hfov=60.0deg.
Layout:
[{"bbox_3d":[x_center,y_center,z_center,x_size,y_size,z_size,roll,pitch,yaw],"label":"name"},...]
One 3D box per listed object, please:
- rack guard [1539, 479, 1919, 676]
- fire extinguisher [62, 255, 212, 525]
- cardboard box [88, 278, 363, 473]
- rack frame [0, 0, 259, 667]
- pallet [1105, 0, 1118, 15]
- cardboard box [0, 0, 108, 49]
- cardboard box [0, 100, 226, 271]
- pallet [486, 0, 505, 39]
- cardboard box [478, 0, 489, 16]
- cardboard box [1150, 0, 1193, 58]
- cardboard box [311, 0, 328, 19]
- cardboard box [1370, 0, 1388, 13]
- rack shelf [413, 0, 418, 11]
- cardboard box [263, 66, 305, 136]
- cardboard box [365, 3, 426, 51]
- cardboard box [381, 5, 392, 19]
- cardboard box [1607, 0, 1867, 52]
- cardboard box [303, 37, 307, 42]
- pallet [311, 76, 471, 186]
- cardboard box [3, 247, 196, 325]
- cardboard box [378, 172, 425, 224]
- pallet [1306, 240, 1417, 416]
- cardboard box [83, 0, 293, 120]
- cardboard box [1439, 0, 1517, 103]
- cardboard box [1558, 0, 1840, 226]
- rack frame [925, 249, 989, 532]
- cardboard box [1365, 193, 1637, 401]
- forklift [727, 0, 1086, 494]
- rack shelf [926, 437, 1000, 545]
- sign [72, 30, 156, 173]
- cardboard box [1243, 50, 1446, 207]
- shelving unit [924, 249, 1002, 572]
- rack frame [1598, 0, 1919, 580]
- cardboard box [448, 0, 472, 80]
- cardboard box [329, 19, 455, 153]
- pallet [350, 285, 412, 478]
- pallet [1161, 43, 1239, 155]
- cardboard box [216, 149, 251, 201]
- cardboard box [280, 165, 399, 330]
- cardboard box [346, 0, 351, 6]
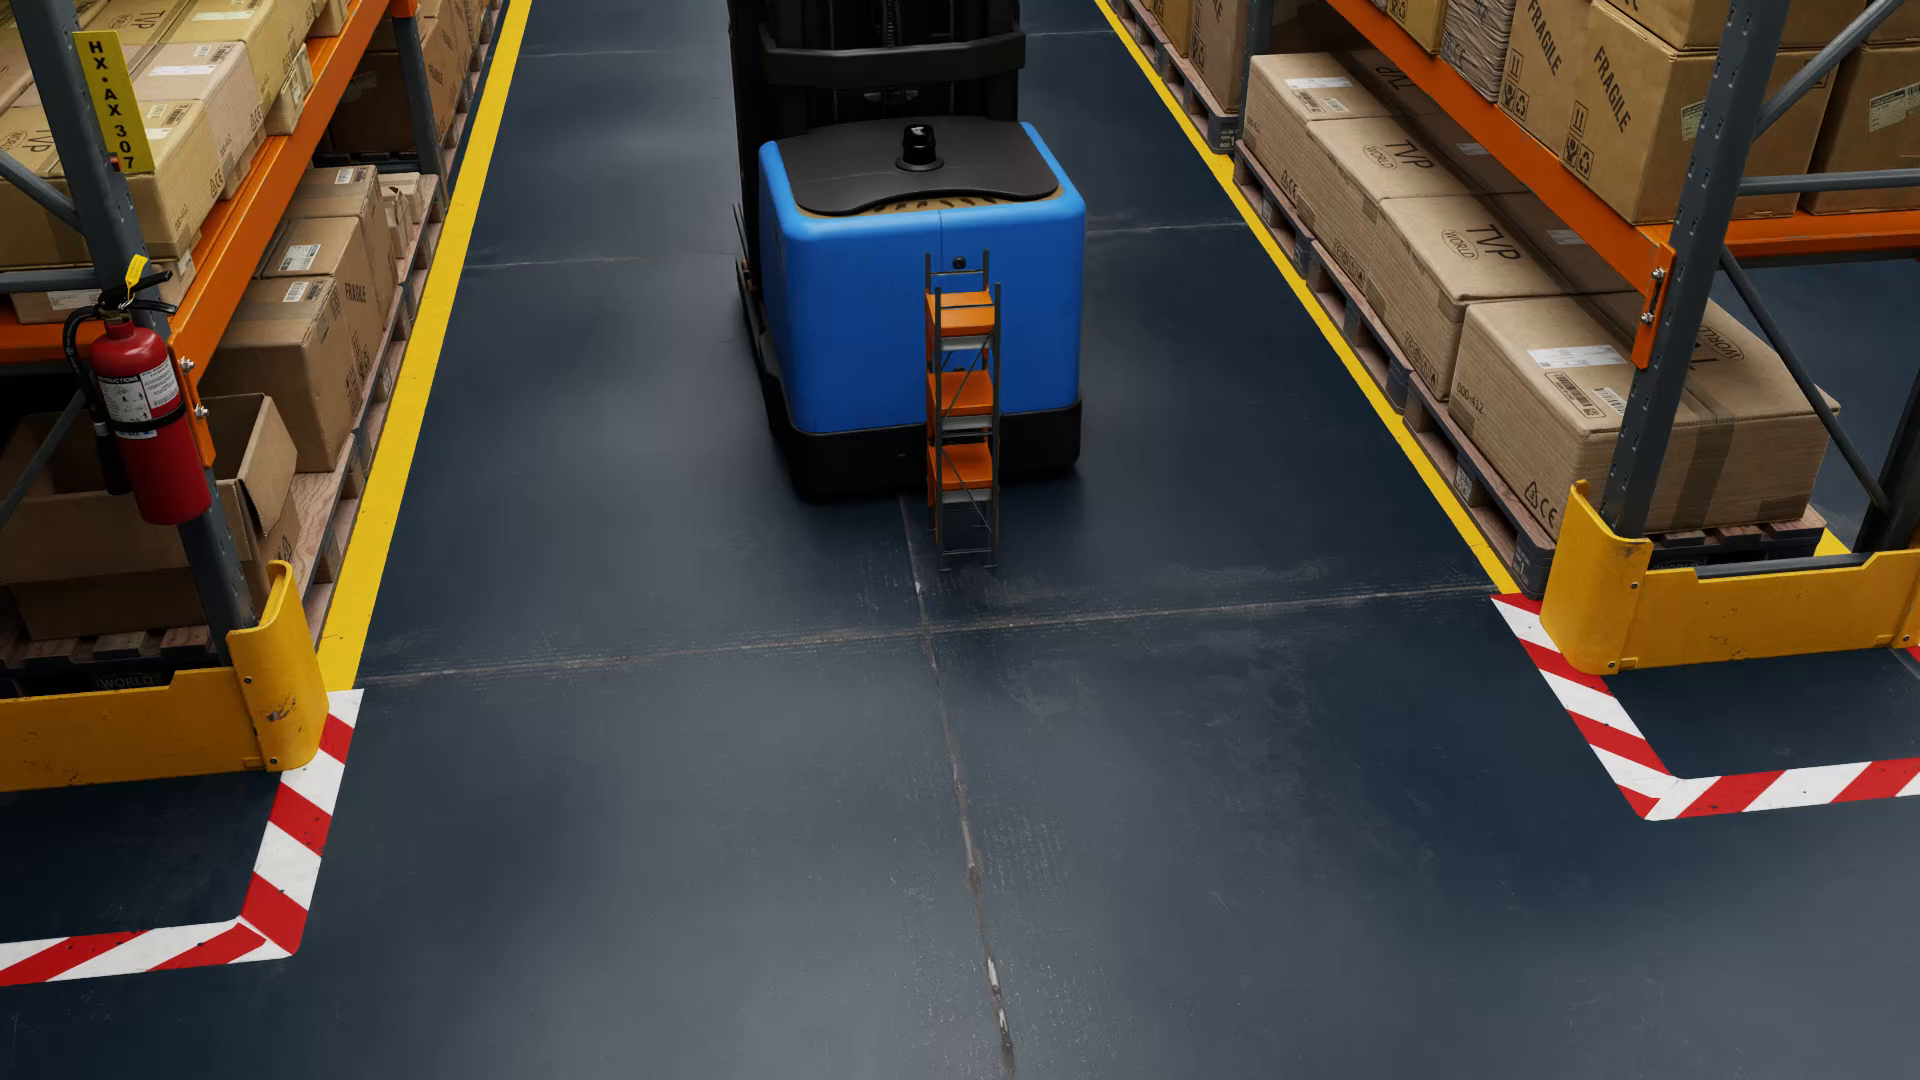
[{"bbox_3d":[2.464,0.077,5.194,1.175,0.500,0.348,-4,35,-6],"label":"rack guard"},{"bbox_3d":[-1.979,-0.359,4.012,0.296,0.674,0.183,-4,35,-6],"label":"fire extinguisher"},{"bbox_3d":[-2.522,-0.561,5.756,0.700,0.500,0.500,-3,34,-4],"label":"cardboard box"},{"bbox_3d":[-2.457,-0.592,3.955,1.000,3.000,0.127,-4,35,-6],"label":"rack frame"},{"bbox_3d":[1.416,-3.836,11.191,1.003,0.211,1.213,-4,35,-6],"label":"pallet"},{"bbox_3d":[-2.912,-1.454,5.089,0.500,0.250,0.500,-3,34,-5],"label":"cardboard box"},{"bbox_3d":[-2.251,-0.926,4.315,0.500,0.250,0.500,-4,34,-6],"label":"cardboard box"},{"bbox_3d":[-3.470,-3.484,10.675,1.003,0.211,1.213,-4,35,-6],"label":"pallet"},{"bbox_3d":[-3.133,-3.405,9.929,0.500,0.500,0.500,-3,34,-4],"label":"cardboard box"},{"bbox_3d":[1.631,-3.341,9.502,0.875,0.875,0.875,-3,34,-5],"label":"cardboard box"},{"bbox_3d":[-2.549,-2.061,5.980,0.500,0.250,0.500,-5,35,-7],"label":"cardboard box"},{"bbox_3d":[1.851,-2.402,6.523,0.500,0.500,0.500,-4,34,-6],"label":"cardboard box"},{"bbox_3d":[-3.264,-3.643,9.070,1.077,0.370,4.000,-4,35,-6],"label":"rack shelf"},{"bbox_3d":[-2.353,-1.415,5.385,0.380,0.149,0.250,-5,35,-8],"label":"cardboard box"},{"bbox_3d":[-2.780,-2.453,7.956,0.380,0.149,0.250,-3,34,-4],"label":"cardboard box"},{"bbox_3d":[-2.840,-2.571,7.866,0.380,0.149,0.250,-5,35,-7],"label":"cardboard box"},{"bbox_3d":[2.160,-1.675,4.568,0.500,0.500,0.500,-3,34,-5],"label":"cardboard box"},{"bbox_3d":[-2.592,-1.833,5.999,0.380,0.149,0.250,-4,34,-6],"label":"cardboard box"},{"bbox_3d":[-3.142,-2.122,8.677,1.003,0.211,1.213,-4,35,-6],"label":"pallet"},{"bbox_3d":[-2.229,-0.692,4.325,0.380,0.149,0.250,-5,35,-7],"label":"cardboard box"},{"bbox_3d":[-2.629,-1.531,7.491,0.380,0.149,0.250,-5,35,-8],"label":"cardboard box"},{"bbox_3d":[2.115,-0.937,6.937,1.003,0.211,1.213,-4,35,-6],"label":"pallet"},{"bbox_3d":[-2.391,-1.490,5.142,0.500,0.250,0.500,-5,35,-7],"label":"cardboard box"},{"bbox_3d":[2.002,-1.828,5.679,0.500,0.500,0.500,-3,34,-5],"label":"cardboard box"},{"bbox_3d":[2.134,-1.260,4.847,0.500,0.500,0.500,-4,34,-6],"label":"cardboard box"},{"bbox_3d":[-0.009,-0.472,5.510,0.200,1.050,0.008,-4,35,-6],"label":"rack frame"},{"bbox_3d":[2.142,-0.955,6.390,0.875,0.438,0.875,-3,34,-5],"label":"cardboard box"},{"bbox_3d":[-0.367,-2.199,6.373,1.130,2.935,3.031,-7,35,-10],"label":"forklift"},{"bbox_3d":[0.007,-0.166,5.573,0.215,0.259,0.240,-4,35,-6],"label":"rack shelf"},{"bbox_3d":[-1.919,-0.991,3.771,0.100,0.325,0.005,-4,35,-6],"label":"sign"},{"bbox_3d":[1.901,-1.958,7.862,0.875,0.438,0.875,-5,35,-7],"label":"cardboard box"},{"bbox_3d":[0.007,-0.404,5.411,0.215,1.050,0.252,-4,35,-6],"label":"shelving unit"},{"bbox_3d":[2.461,-0.970,4.509,1.000,3.000,0.127,-4,35,-6],"label":"rack frame"},{"bbox_3d":[-2.981,-2.827,9.081,0.500,0.500,0.500,-5,35,-8],"label":"cardboard box"},{"bbox_3d":[-2.837,-2.251,8.237,0.500,0.500,0.500,-3,34,-4],"label":"cardboard box"},{"bbox_3d":[-2.736,-0.606,6.452,1.003,0.211,1.213,-4,35,-6],"label":"pallet"},{"bbox_3d":[1.745,-2.474,9.193,1.003,0.211,1.213,-4,35,-6],"label":"pallet"},{"bbox_3d":[-2.353,-1.120,4.953,0.380,0.149,0.250,-3,34,-5],"label":"cardboard box"},{"bbox_3d":[-2.661,-1.140,6.606,0.700,0.500,0.500,-6,35,-8],"label":"cardboard box"},{"bbox_3d":[-2.578,-2.126,6.429,0.380,0.149,0.250,-4,34,-5],"label":"cardboard box"}]
